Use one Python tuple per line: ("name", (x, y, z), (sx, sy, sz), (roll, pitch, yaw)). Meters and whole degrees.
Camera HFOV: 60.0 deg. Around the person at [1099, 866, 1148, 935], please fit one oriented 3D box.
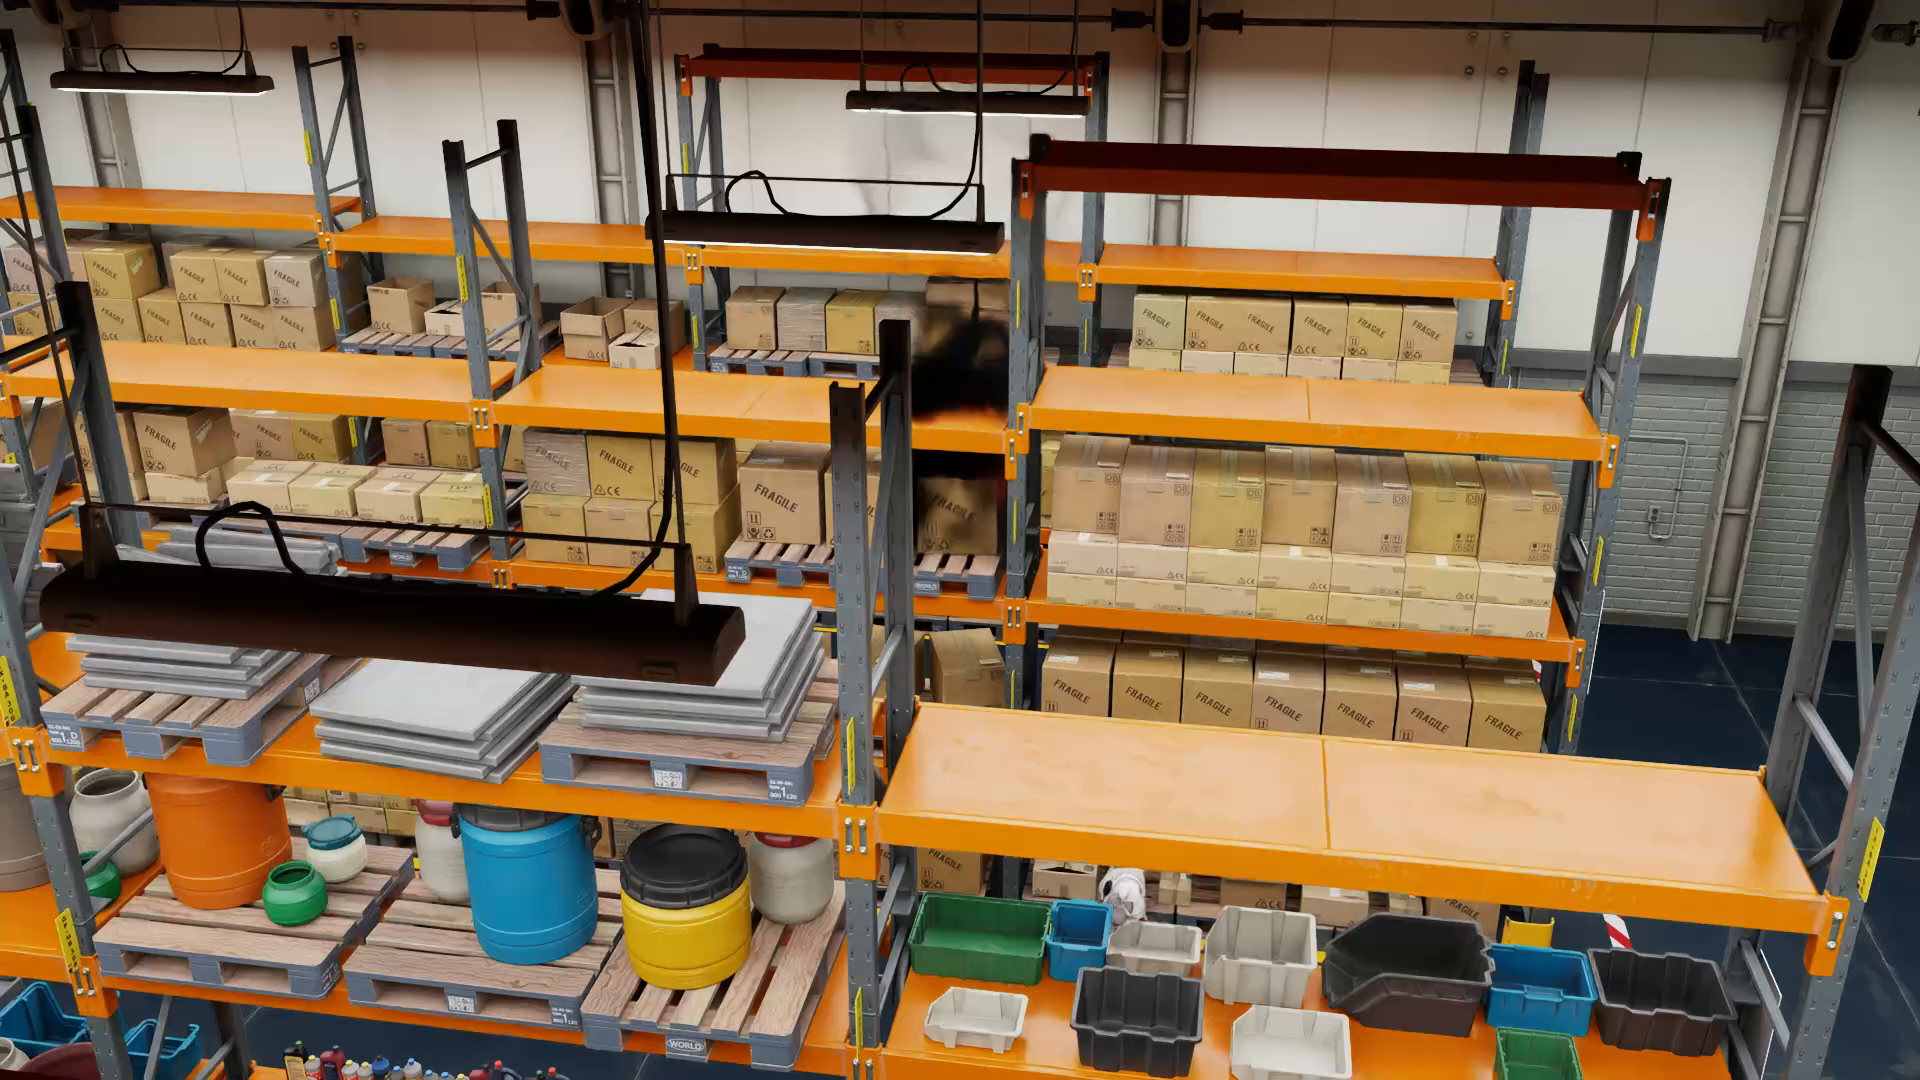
("person", (1.146, 2.670, 11.255), (0.494, 1.664, 0.556), (0, 23, 1))
